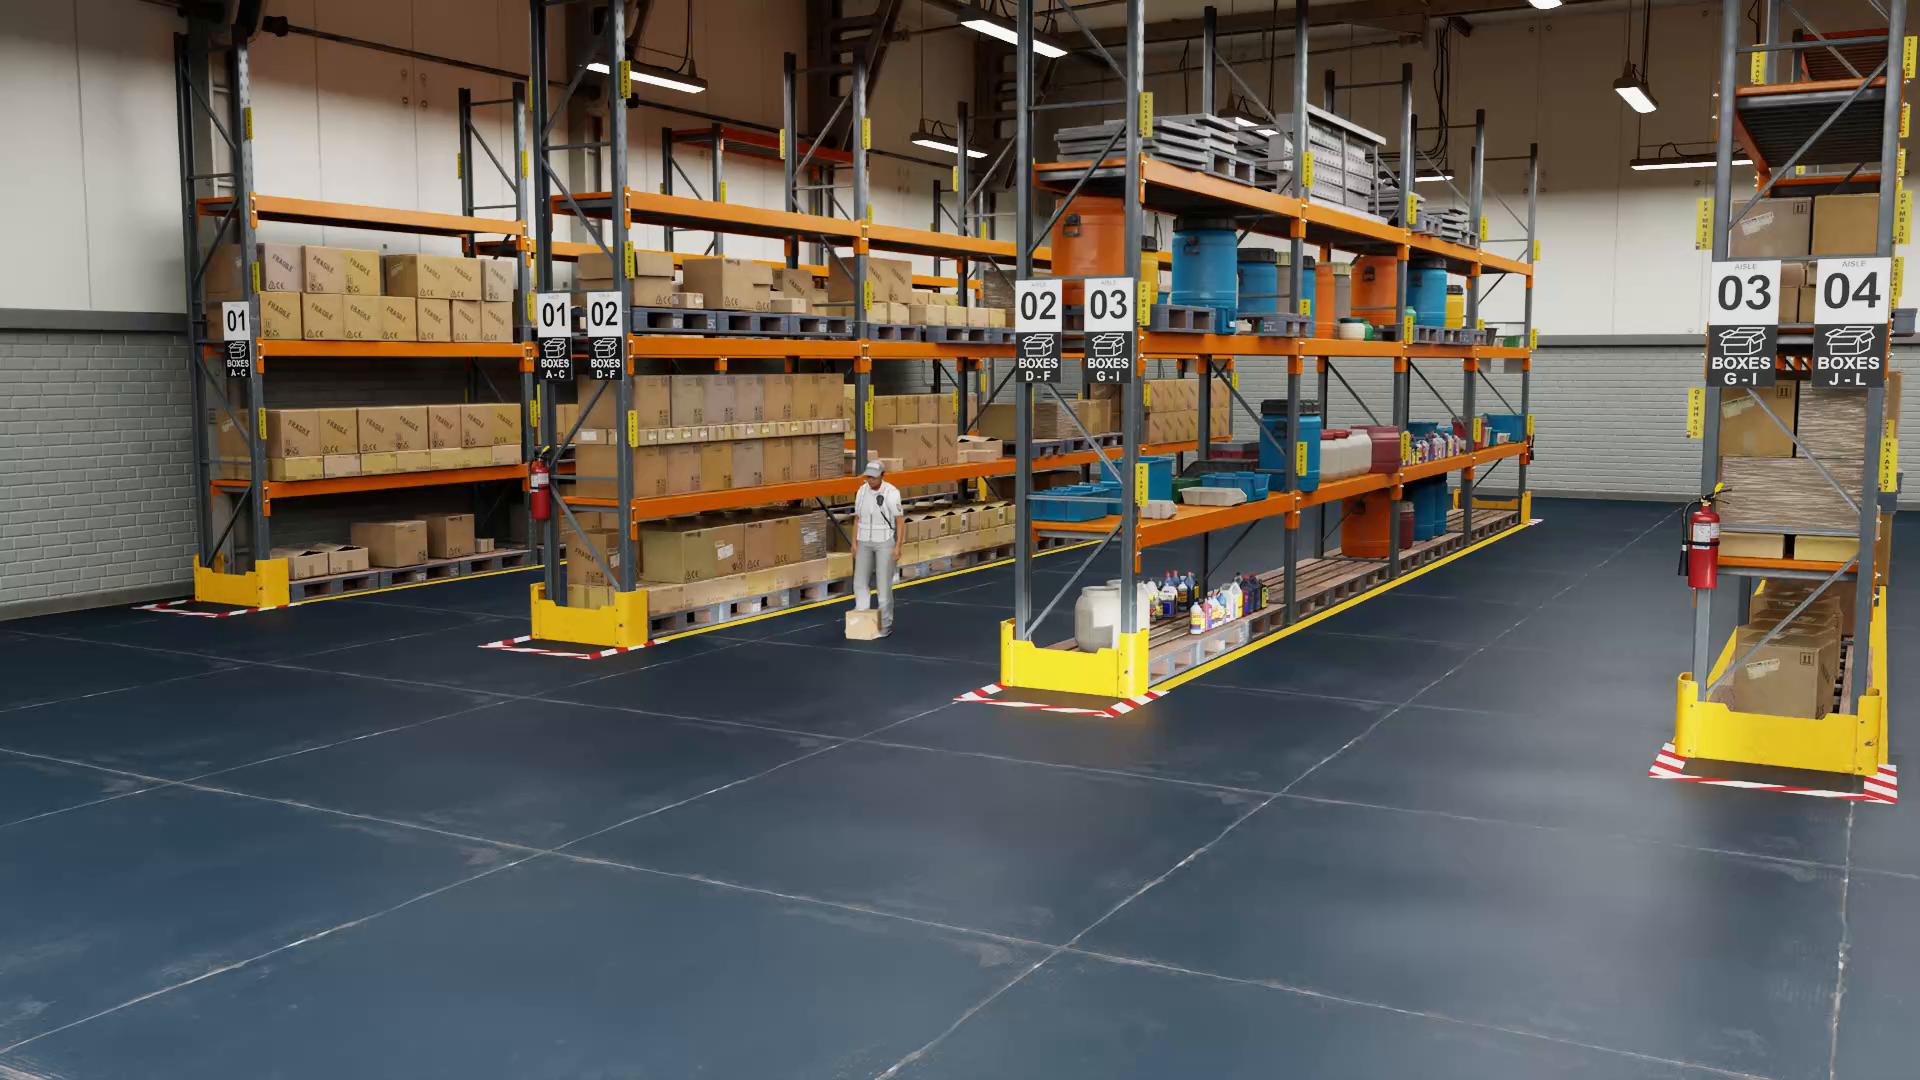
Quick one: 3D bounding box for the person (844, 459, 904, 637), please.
[{"bbox_3d":[-0.803,0.066,15.724,0.555,1.665,0.467,3,7,24],"label":"person"}]
